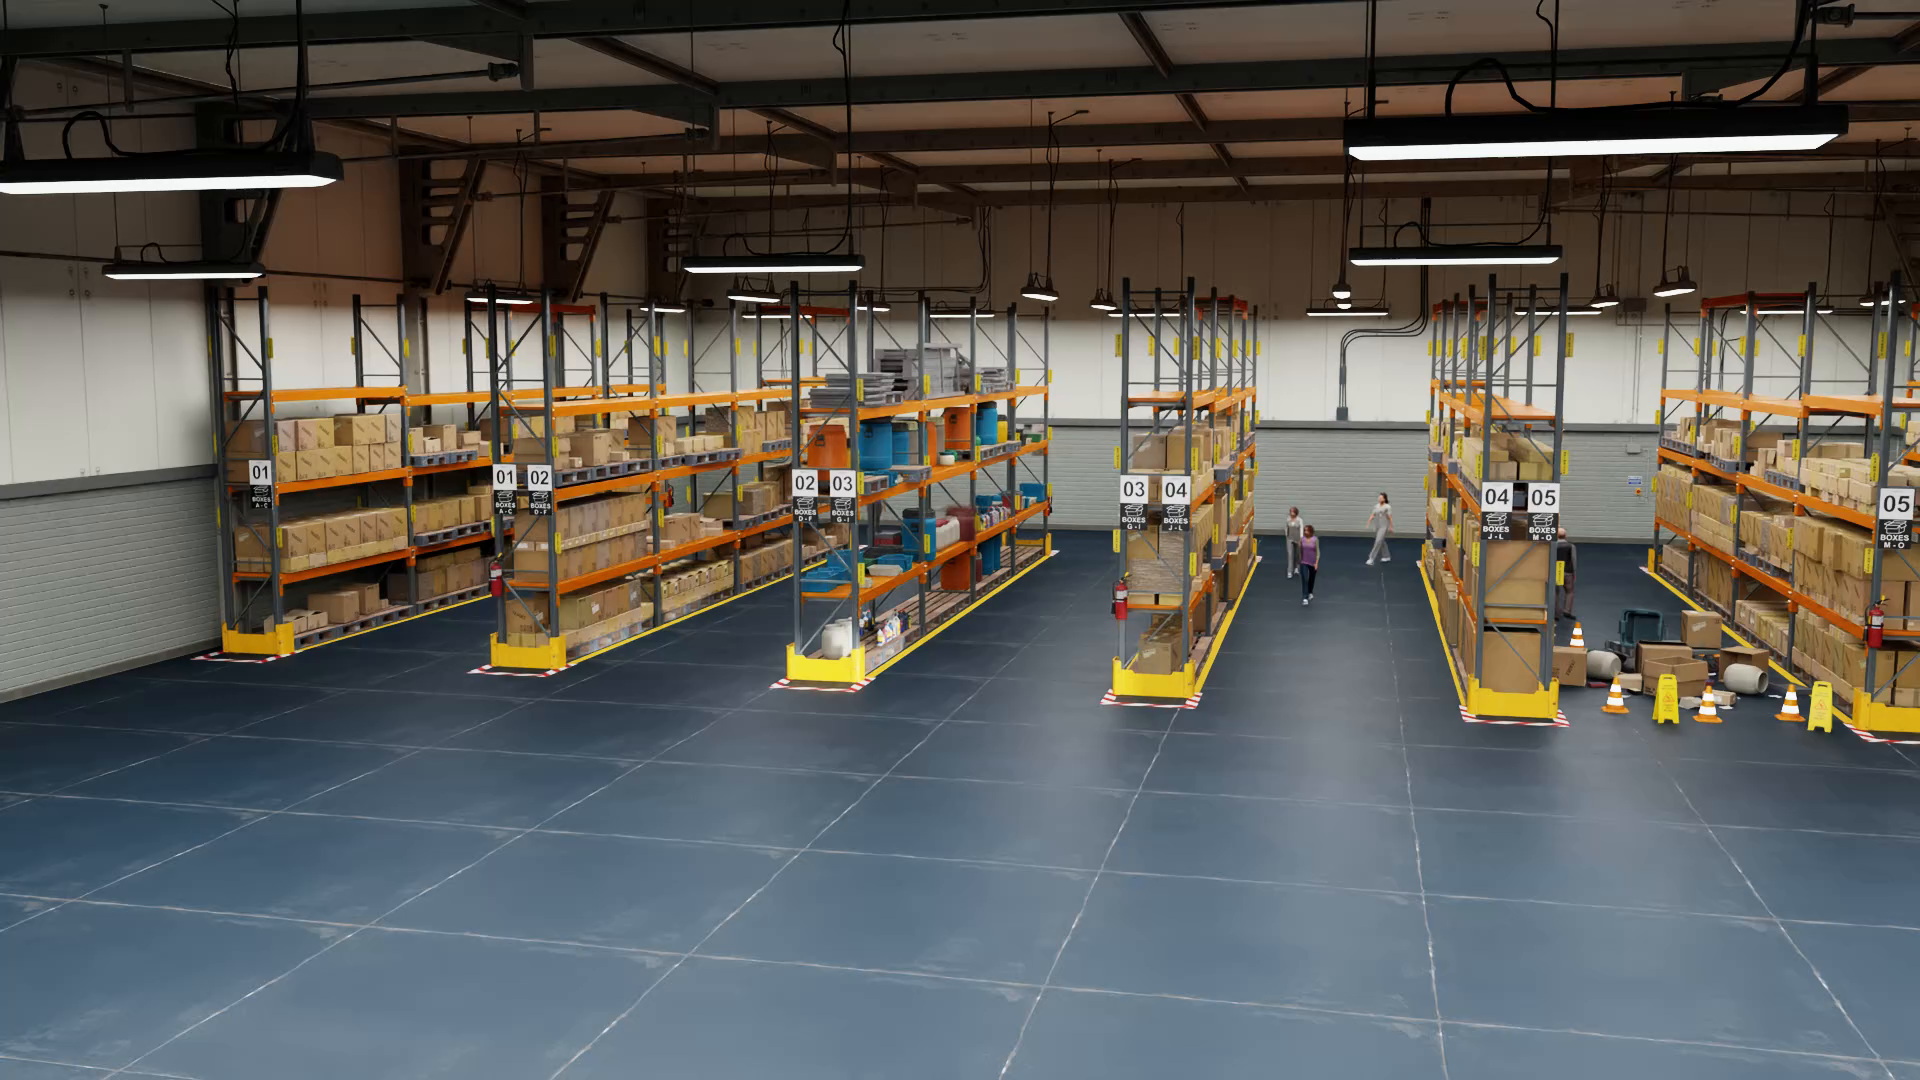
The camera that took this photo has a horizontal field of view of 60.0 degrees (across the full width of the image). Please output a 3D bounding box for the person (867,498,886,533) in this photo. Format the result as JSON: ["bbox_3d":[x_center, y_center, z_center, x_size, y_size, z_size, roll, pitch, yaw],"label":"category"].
[{"bbox_3d":[-2.213,-0.872,44.066,0.476,1.619,0.987,-2,7,-18],"label":"person"}]

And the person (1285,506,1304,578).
[{"bbox_3d":[7.330,0.029,36.447,0.399,1.540,0.972,1,7,11],"label":"person"}]

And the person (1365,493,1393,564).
[{"bbox_3d":[9.768,-0.292,38.839,0.880,1.633,0.468,-4,7,-28],"label":"person"}]

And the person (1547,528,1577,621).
[{"bbox_3d":[11.062,0.643,30.615,0.566,1.720,0.537,1,7,12],"label":"person"}]

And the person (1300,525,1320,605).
[{"bbox_3d":[6.872,0.464,32.668,0.377,1.540,0.972,1,7,7],"label":"person"}]
